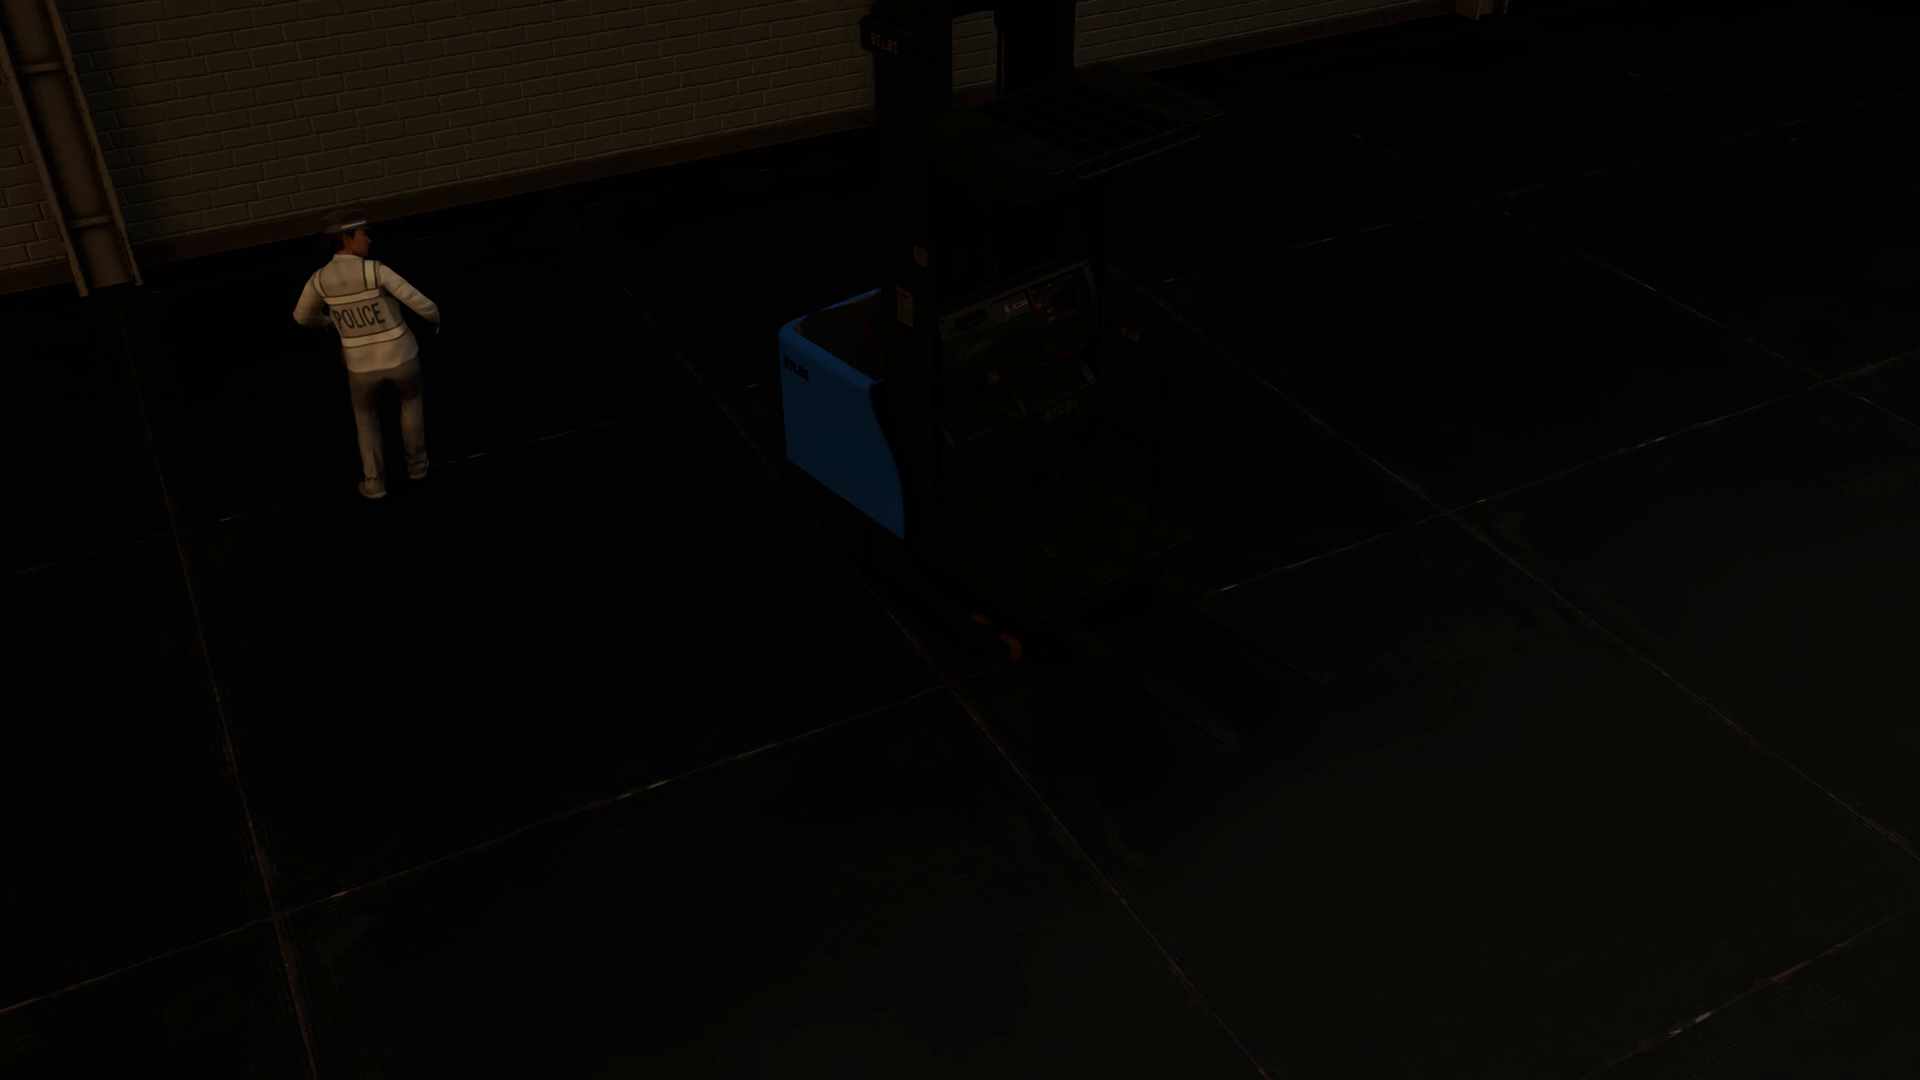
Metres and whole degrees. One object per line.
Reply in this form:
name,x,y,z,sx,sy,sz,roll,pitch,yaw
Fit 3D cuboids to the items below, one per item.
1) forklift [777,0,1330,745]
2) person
forklift,0.410,-0.933,7.443,1.130,2.935,3.031,-26,43,-32
person,-3.060,-0.991,8.705,0.729,1.626,0.624,-7,36,-10
